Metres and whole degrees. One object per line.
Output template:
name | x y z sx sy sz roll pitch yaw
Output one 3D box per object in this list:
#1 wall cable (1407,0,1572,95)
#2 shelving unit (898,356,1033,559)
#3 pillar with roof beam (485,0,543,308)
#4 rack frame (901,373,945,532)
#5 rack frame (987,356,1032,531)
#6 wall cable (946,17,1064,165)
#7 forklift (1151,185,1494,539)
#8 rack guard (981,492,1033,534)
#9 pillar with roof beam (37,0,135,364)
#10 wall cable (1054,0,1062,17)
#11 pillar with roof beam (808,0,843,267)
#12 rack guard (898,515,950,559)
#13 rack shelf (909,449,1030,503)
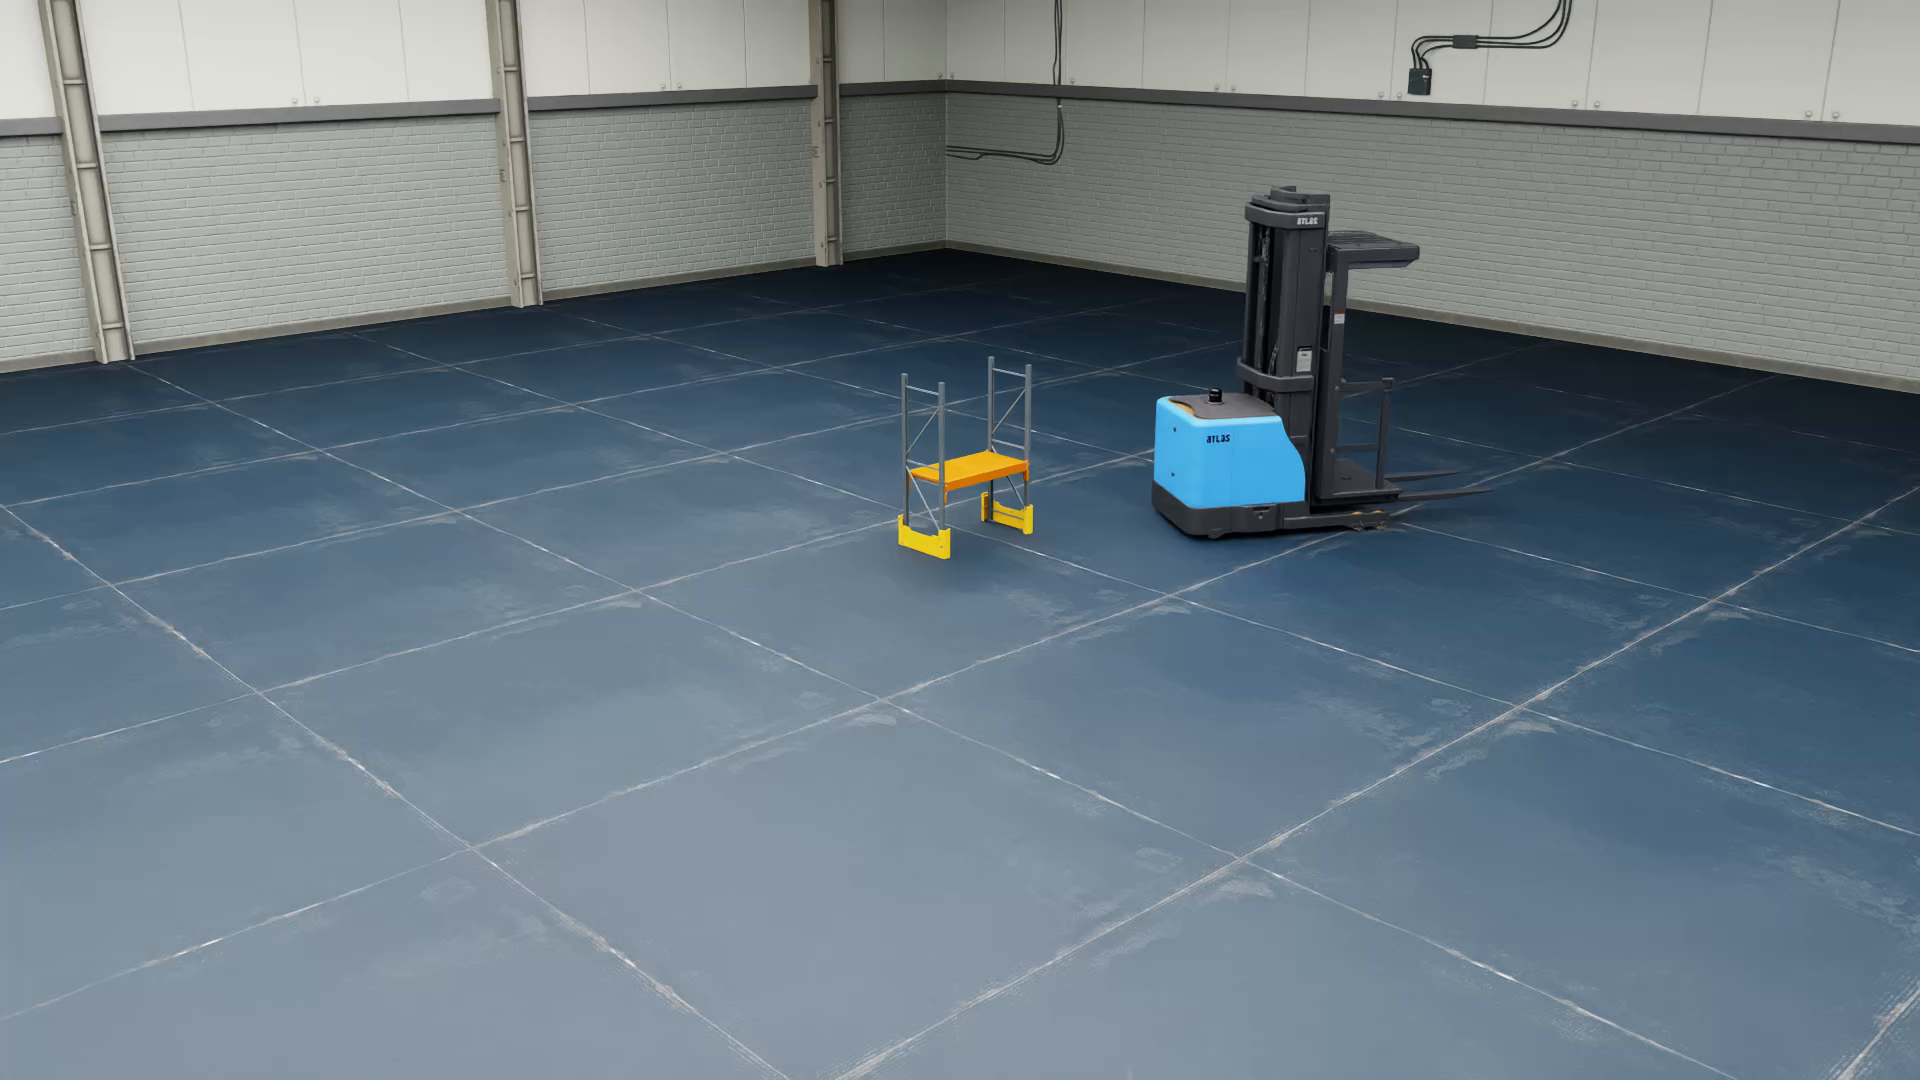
wall cable | 7.230 -8.998 22.131 0.169 6.003 2.305 -16 24 -41
shelving unit | 0.055 -0.730 14.303 1.083 1.500 0.587 -16 24 -41
pillar with roof beam | -3.732 -6.947 21.319 0.400 9.000 9.100 -16 24 -41
rack frame | -0.307 -0.624 13.977 0.032 1.500 0.500 -16 24 -41
rack frame | 0.431 -0.839 14.641 0.032 1.500 0.500 -16 24 -41
wall cable | 0.719 -8.034 29.707 0.112 2.526 3.097 -16 24 -41
forklift | 3.328 -1.629 14.756 3.031 2.935 1.130 -4 18 -13
rack guard | 0.417 -0.241 14.821 0.087 0.250 0.587 -16 24 -41
pillar with roof beam | -8.092 -5.675 17.398 0.400 9.000 9.100 -16 24 -41
wall cable | 2.577 -9.830 27.058 0.112 2.526 3.097 -16 24 -41
pillar with roof beam | 0.627 -8.218 25.241 0.400 9.000 9.100 -16 24 -41
rack guard | -0.306 -0.030 14.170 0.087 0.250 0.587 -16 24 -41
rack shelf | 0.062 -0.560 14.365 1.000 0.185 0.538 -16 24 -41
